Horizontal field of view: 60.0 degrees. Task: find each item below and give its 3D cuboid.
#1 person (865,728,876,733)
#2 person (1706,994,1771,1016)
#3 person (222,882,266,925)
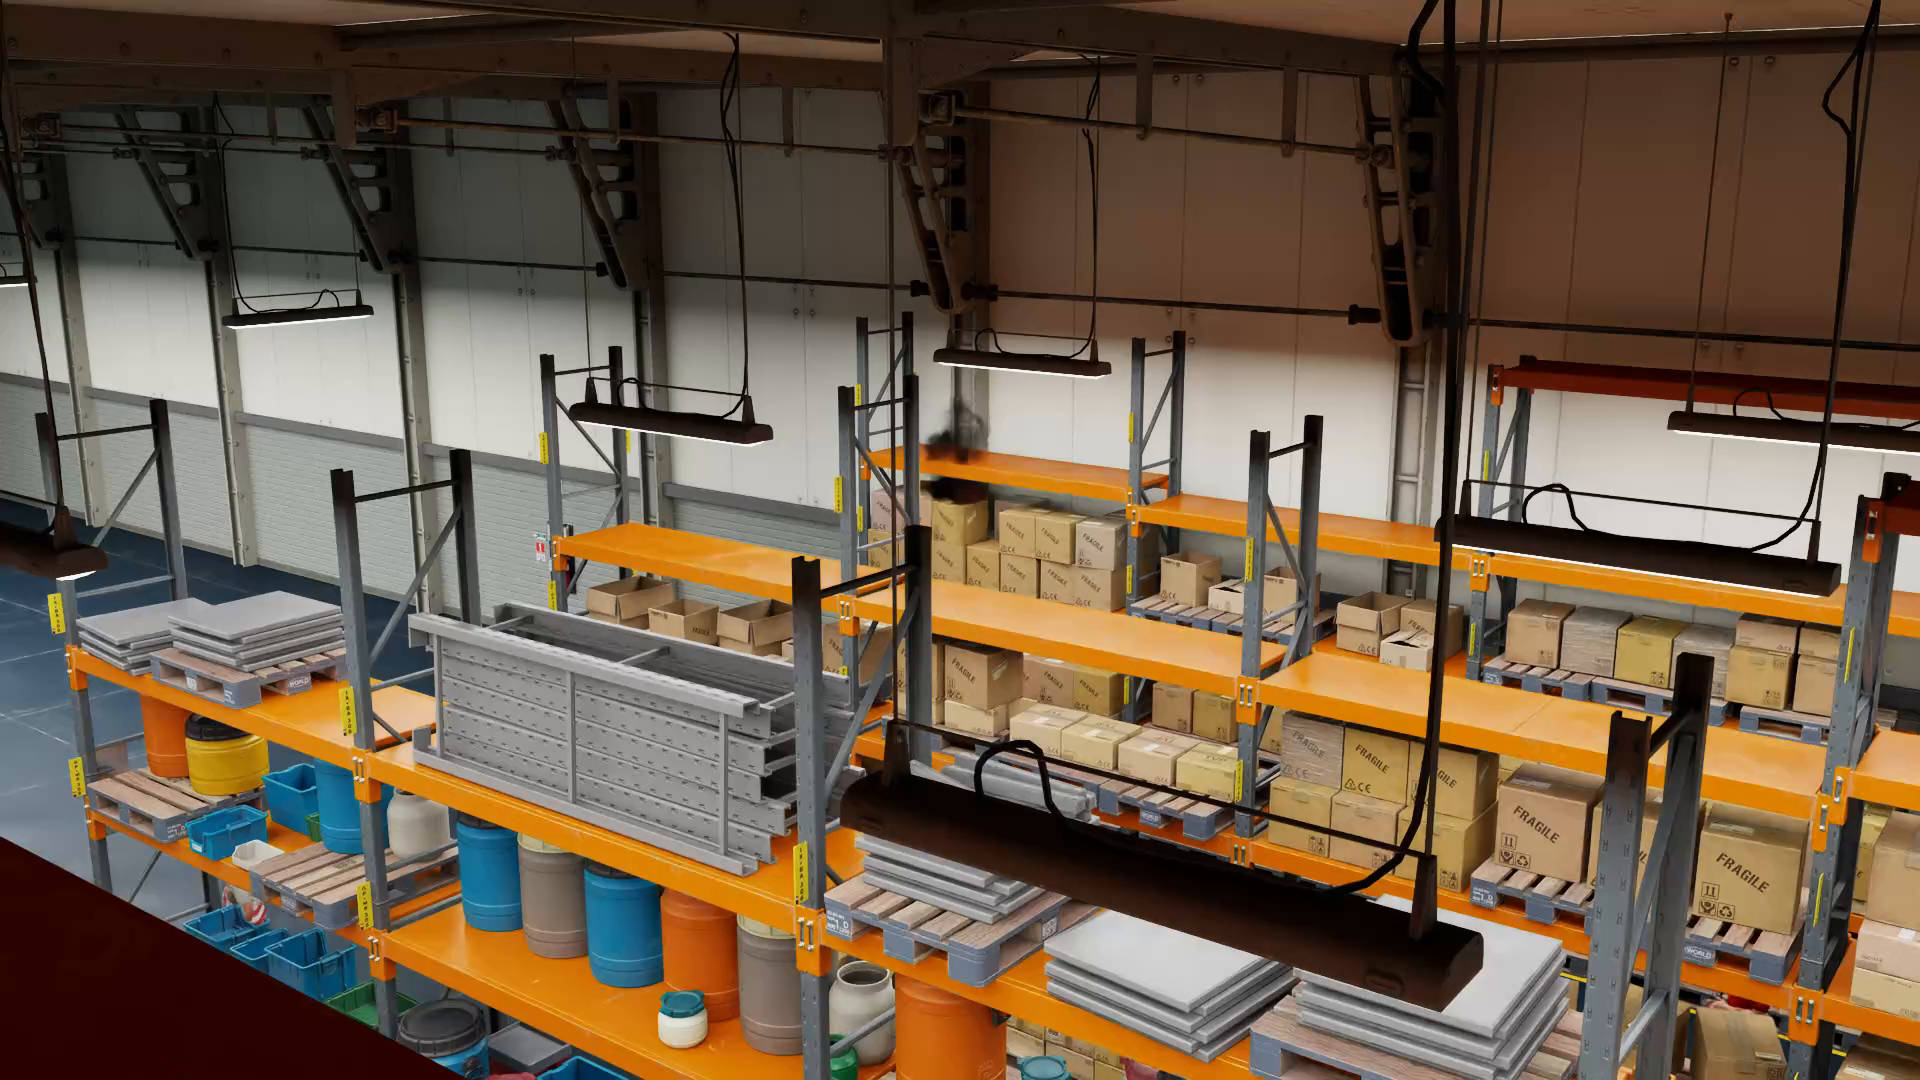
[{"bbox_3d":[-1.033,2.871,18.650,0.541,1.658,0.615,6,14,23],"label":"person"},{"bbox_3d":[6.555,4.077,13.933,0.602,1.684,0.651,5,14,21],"label":"person"},{"bbox_3d":[-6.713,3.624,15.679,0.905,1.709,0.726,-2,13,-7],"label":"person"}]
